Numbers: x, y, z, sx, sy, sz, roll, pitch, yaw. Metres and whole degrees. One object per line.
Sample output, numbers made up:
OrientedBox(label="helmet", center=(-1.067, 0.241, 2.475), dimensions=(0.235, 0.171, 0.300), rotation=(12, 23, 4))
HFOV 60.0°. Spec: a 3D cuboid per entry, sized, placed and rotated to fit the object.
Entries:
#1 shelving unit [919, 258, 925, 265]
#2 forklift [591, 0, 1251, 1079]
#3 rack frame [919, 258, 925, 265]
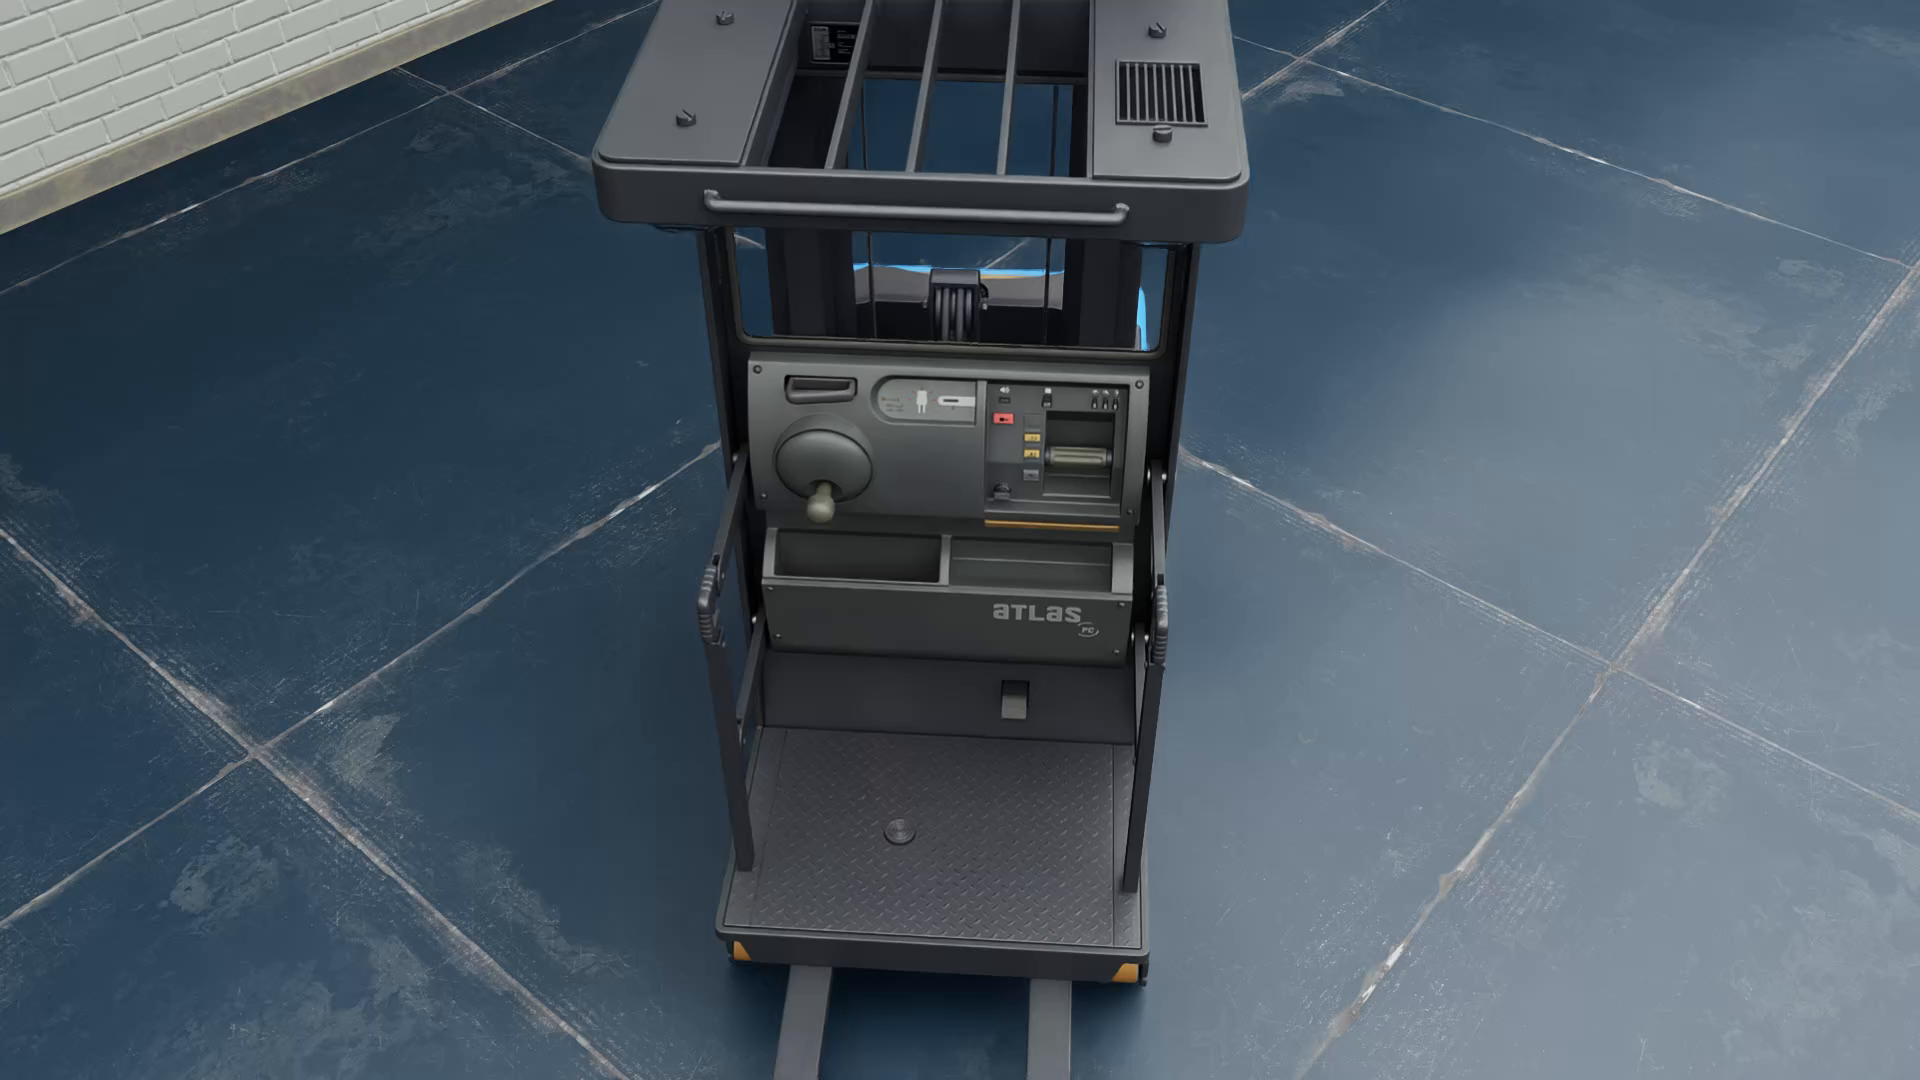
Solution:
OrientedBox(label="shelving unit", center=(-0.045, -0.500, 5.630), dimensions=(0.258, 0.900, 0.210), rotation=(10, 43, 11))
OrientedBox(label="forklift", center=(-0.042, -0.139, 3.724), dimensions=(1.130, 2.935, 3.031), rotation=(3, 42, 3))
OrientedBox(label="rack frame", center=(-0.018, -0.566, 5.703), dimensions=(0.240, 0.900, 0.006), rotation=(10, 43, 11))
